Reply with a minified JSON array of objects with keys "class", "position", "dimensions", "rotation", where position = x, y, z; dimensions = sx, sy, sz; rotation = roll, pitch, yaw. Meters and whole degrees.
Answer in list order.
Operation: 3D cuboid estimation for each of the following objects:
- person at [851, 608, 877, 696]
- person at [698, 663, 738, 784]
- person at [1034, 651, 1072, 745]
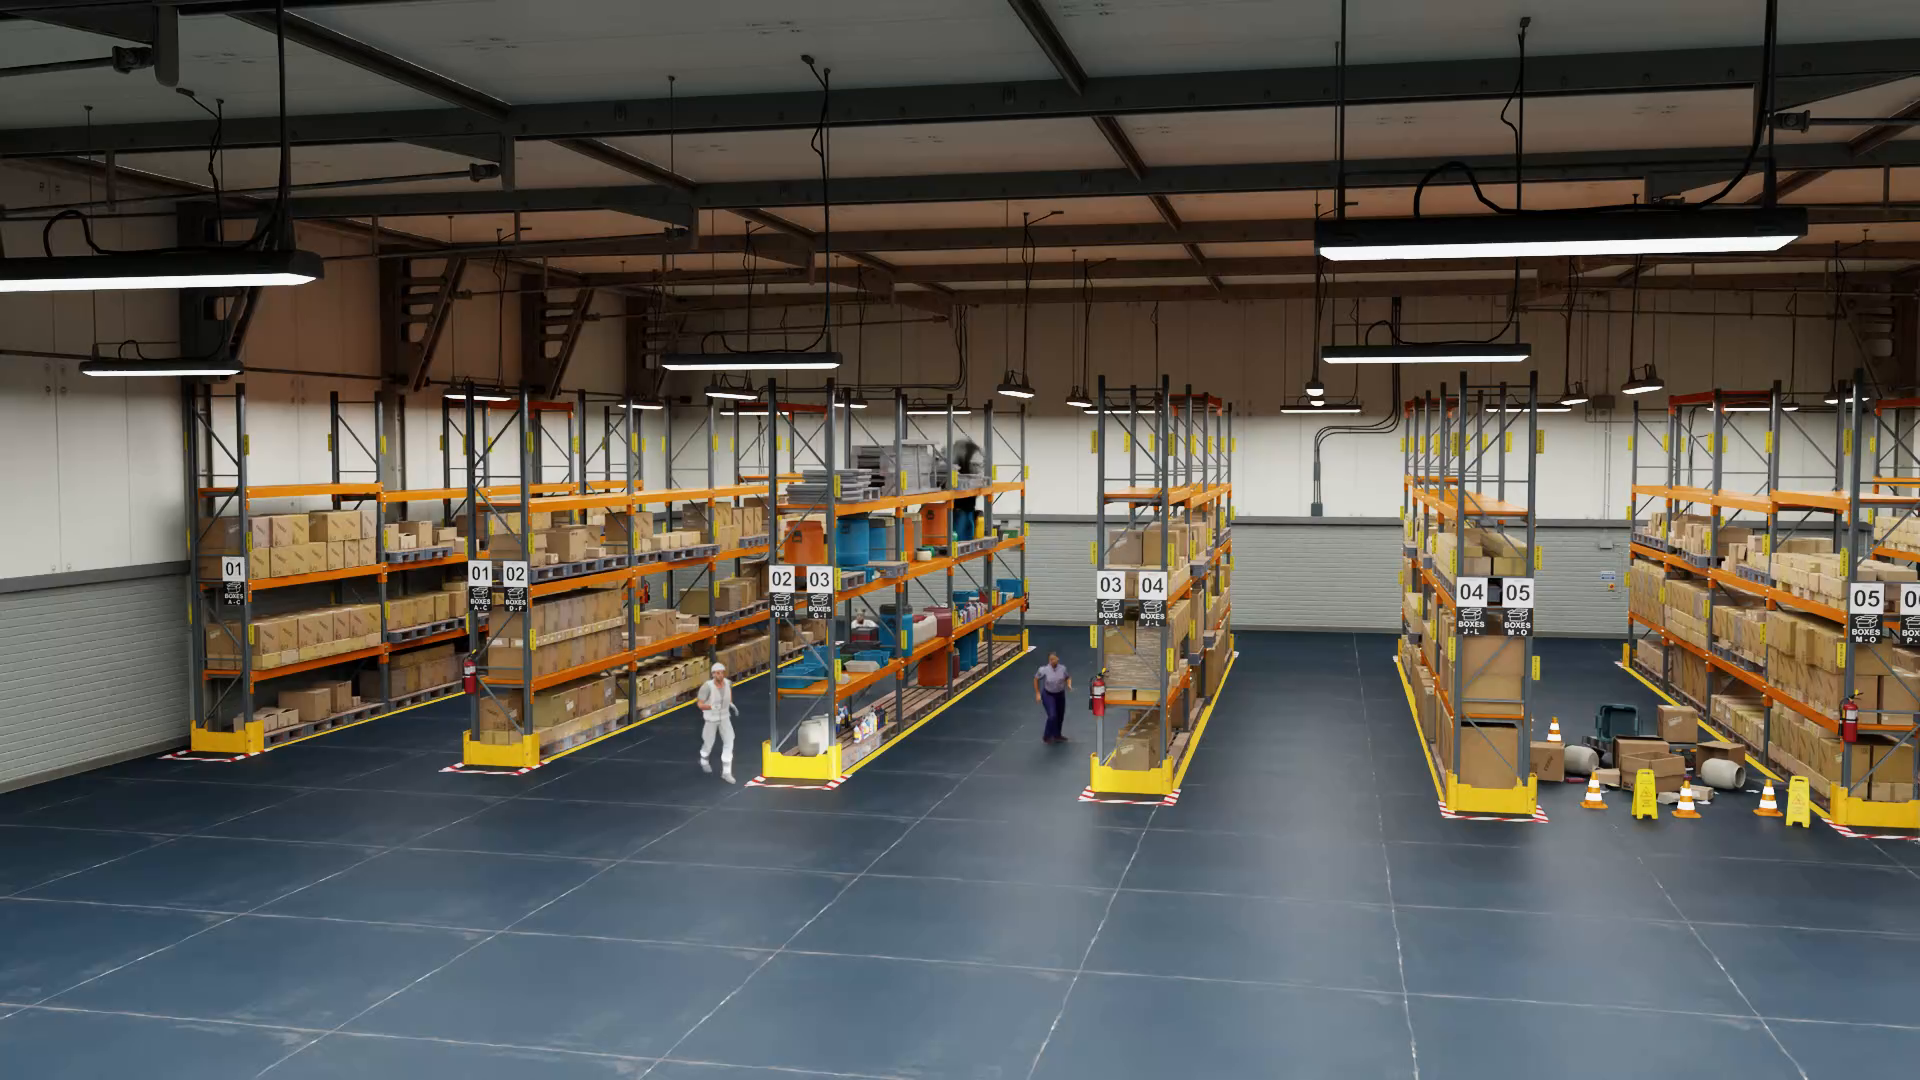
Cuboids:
[{"class":"person","position":[-1.951,2.227,33.550],"dimensions":[0.670,1.759,0.998],"rotation":[0,3,8]},{"class":"person","position":[-3.634,2.696,24.835],"dimensions":[0.701,1.777,1.007],"rotation":[-2,4,-30]},{"class":"person","position":[1.615,2.659,27.895],"dimensions":[0.644,1.621,0.764],"rotation":[-2,4,-29]}]
